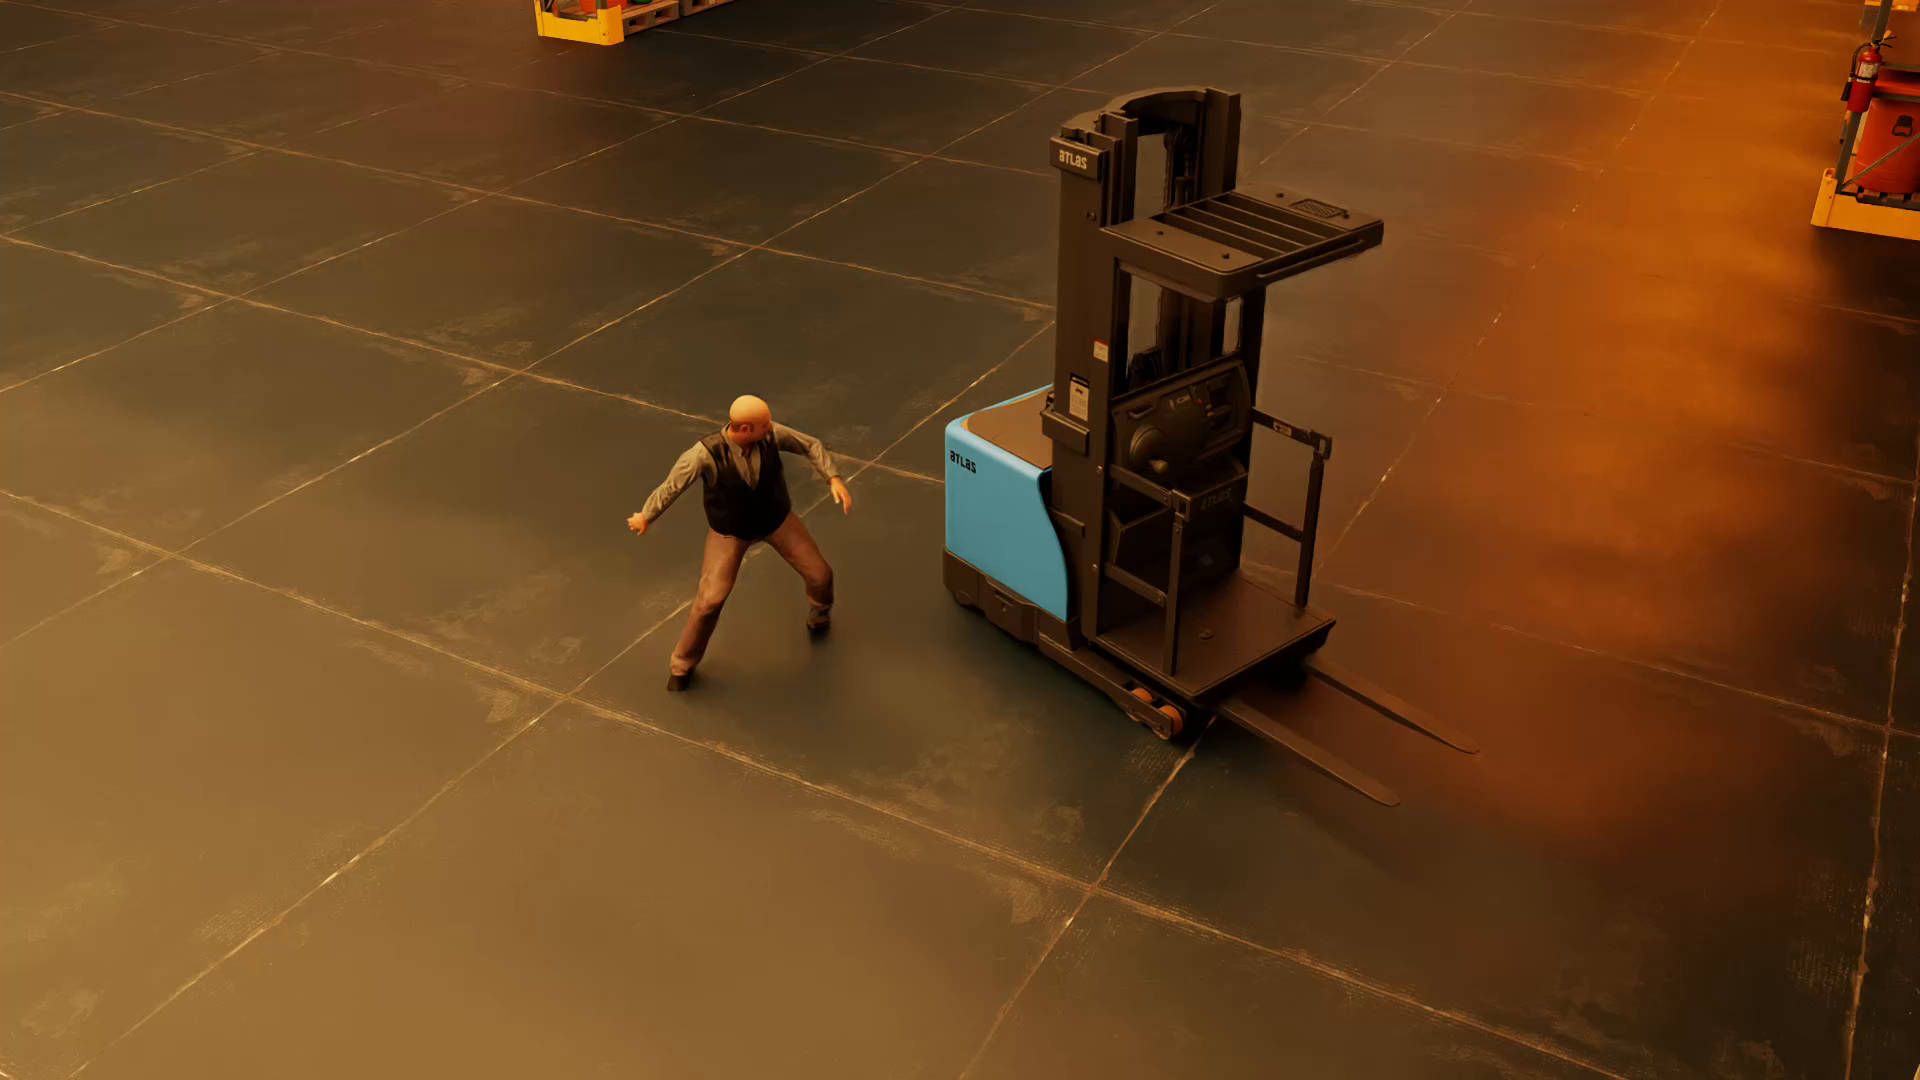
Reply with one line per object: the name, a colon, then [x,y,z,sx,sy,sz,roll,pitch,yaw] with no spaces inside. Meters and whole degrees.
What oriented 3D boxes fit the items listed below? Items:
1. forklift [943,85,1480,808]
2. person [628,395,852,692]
forklift: [1.232,-0.563,8.046,1.130,2.935,3.031,-23,37,-34]
person: [-1.127,-0.012,8.579,1.068,1.679,0.564,-11,32,-19]
